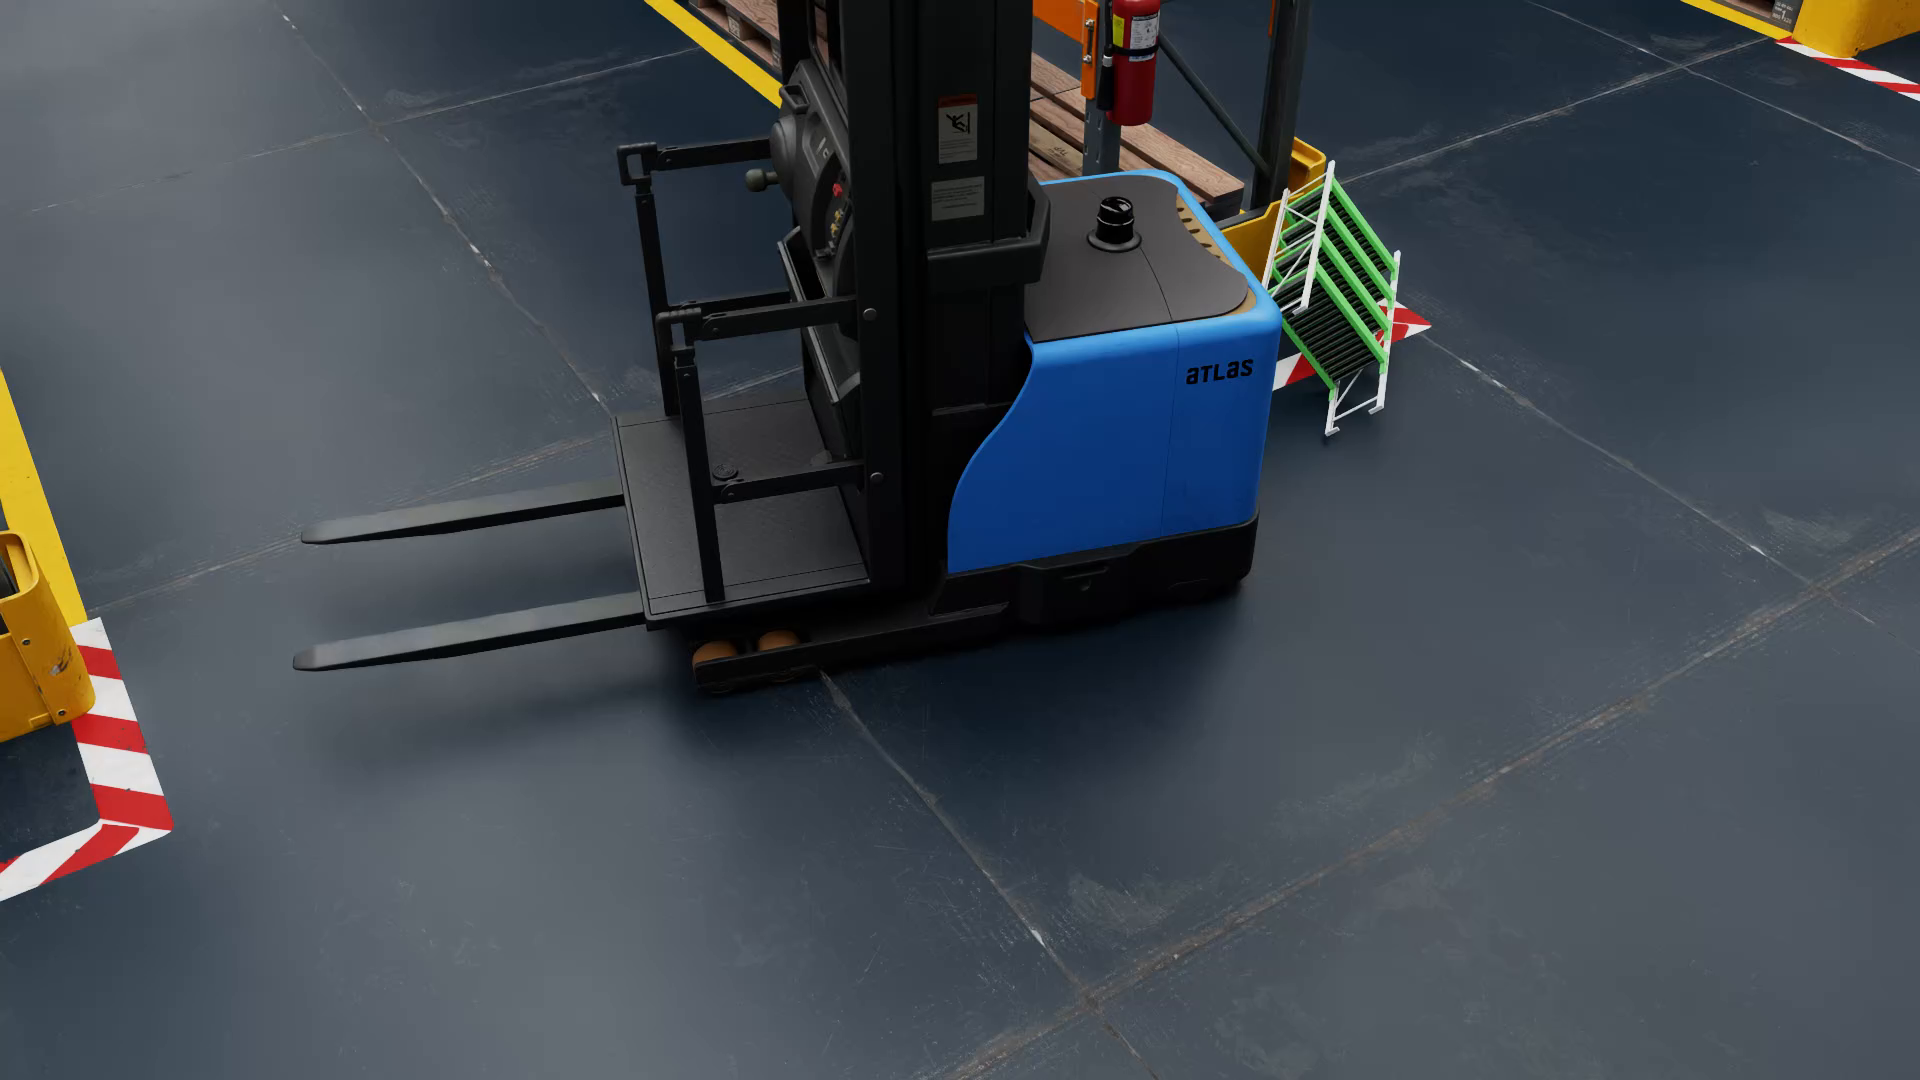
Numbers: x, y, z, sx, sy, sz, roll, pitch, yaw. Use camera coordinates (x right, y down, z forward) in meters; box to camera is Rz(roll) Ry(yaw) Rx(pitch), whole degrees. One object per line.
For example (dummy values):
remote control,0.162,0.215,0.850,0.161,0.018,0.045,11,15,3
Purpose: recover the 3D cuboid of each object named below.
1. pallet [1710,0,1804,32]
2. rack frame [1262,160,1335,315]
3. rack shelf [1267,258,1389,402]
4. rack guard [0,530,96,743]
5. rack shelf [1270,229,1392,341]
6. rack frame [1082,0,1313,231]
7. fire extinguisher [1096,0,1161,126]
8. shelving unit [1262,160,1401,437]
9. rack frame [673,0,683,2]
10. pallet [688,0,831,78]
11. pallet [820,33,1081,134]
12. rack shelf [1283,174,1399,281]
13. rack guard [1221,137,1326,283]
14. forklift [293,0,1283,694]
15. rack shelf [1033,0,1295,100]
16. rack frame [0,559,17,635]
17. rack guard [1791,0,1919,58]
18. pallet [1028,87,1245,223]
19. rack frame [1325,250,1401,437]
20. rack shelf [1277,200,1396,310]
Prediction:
pallet,4.635,-3.341,9.595,1.003,0.211,1.213,-22,45,-24
rack frame,1.285,-1.135,6.383,0.240,0.015,1.200,-29,24,34
rack shelf,1.363,-0.783,6.235,0.258,0.480,0.148,-29,24,34
rack guard,-3.236,0.440,4.832,1.175,0.500,0.348,-22,45,-24
rack shelf,1.424,-0.927,6.417,0.258,0.480,0.148,-29,24,34
rack frame,0.927,-2.238,6.093,1.000,3.000,0.127,-22,45,-24
fire extinguisher,0.625,-1.828,5.952,0.296,0.674,0.183,-22,45,-24
shelving unit,1.440,-0.965,6.465,0.258,0.503,1.200,-29,24,34
rack frame,-1.224,-4.397,8.684,1.000,3.000,0.127,-22,45,-24
pallet,-0.795,-2.943,9.117,1.003,0.211,1.213,-22,45,-24
pallet,-0.135,-2.284,8.325,1.003,0.211,1.213,-22,45,-24
rack shelf,1.545,-1.215,6.781,0.258,0.480,0.148,-29,24,34
rack guard,0.951,-1.270,6.883,1.175,0.500,0.348,-22,45,-24
forklift,-0.603,-1.025,4.690,3.031,2.935,1.130,-10,41,-11
rack shelf,-0.148,-3.042,7.619,1.077,0.370,4.000,-22,45,-24
rack frame,-3.249,-0.534,4.047,1.000,3.000,0.127,-22,45,-24
rack guard,5.065,-3.022,8.986,1.175,0.500,0.348,-22,45,-24
pallet,0.517,-1.626,7.536,1.003,0.211,1.213,-22,45,-24
rack frame,1.595,-0.796,6.548,0.240,0.015,1.200,-29,24,34
rack shelf,1.484,-1.071,6.599,0.258,0.480,0.148,-29,24,34
